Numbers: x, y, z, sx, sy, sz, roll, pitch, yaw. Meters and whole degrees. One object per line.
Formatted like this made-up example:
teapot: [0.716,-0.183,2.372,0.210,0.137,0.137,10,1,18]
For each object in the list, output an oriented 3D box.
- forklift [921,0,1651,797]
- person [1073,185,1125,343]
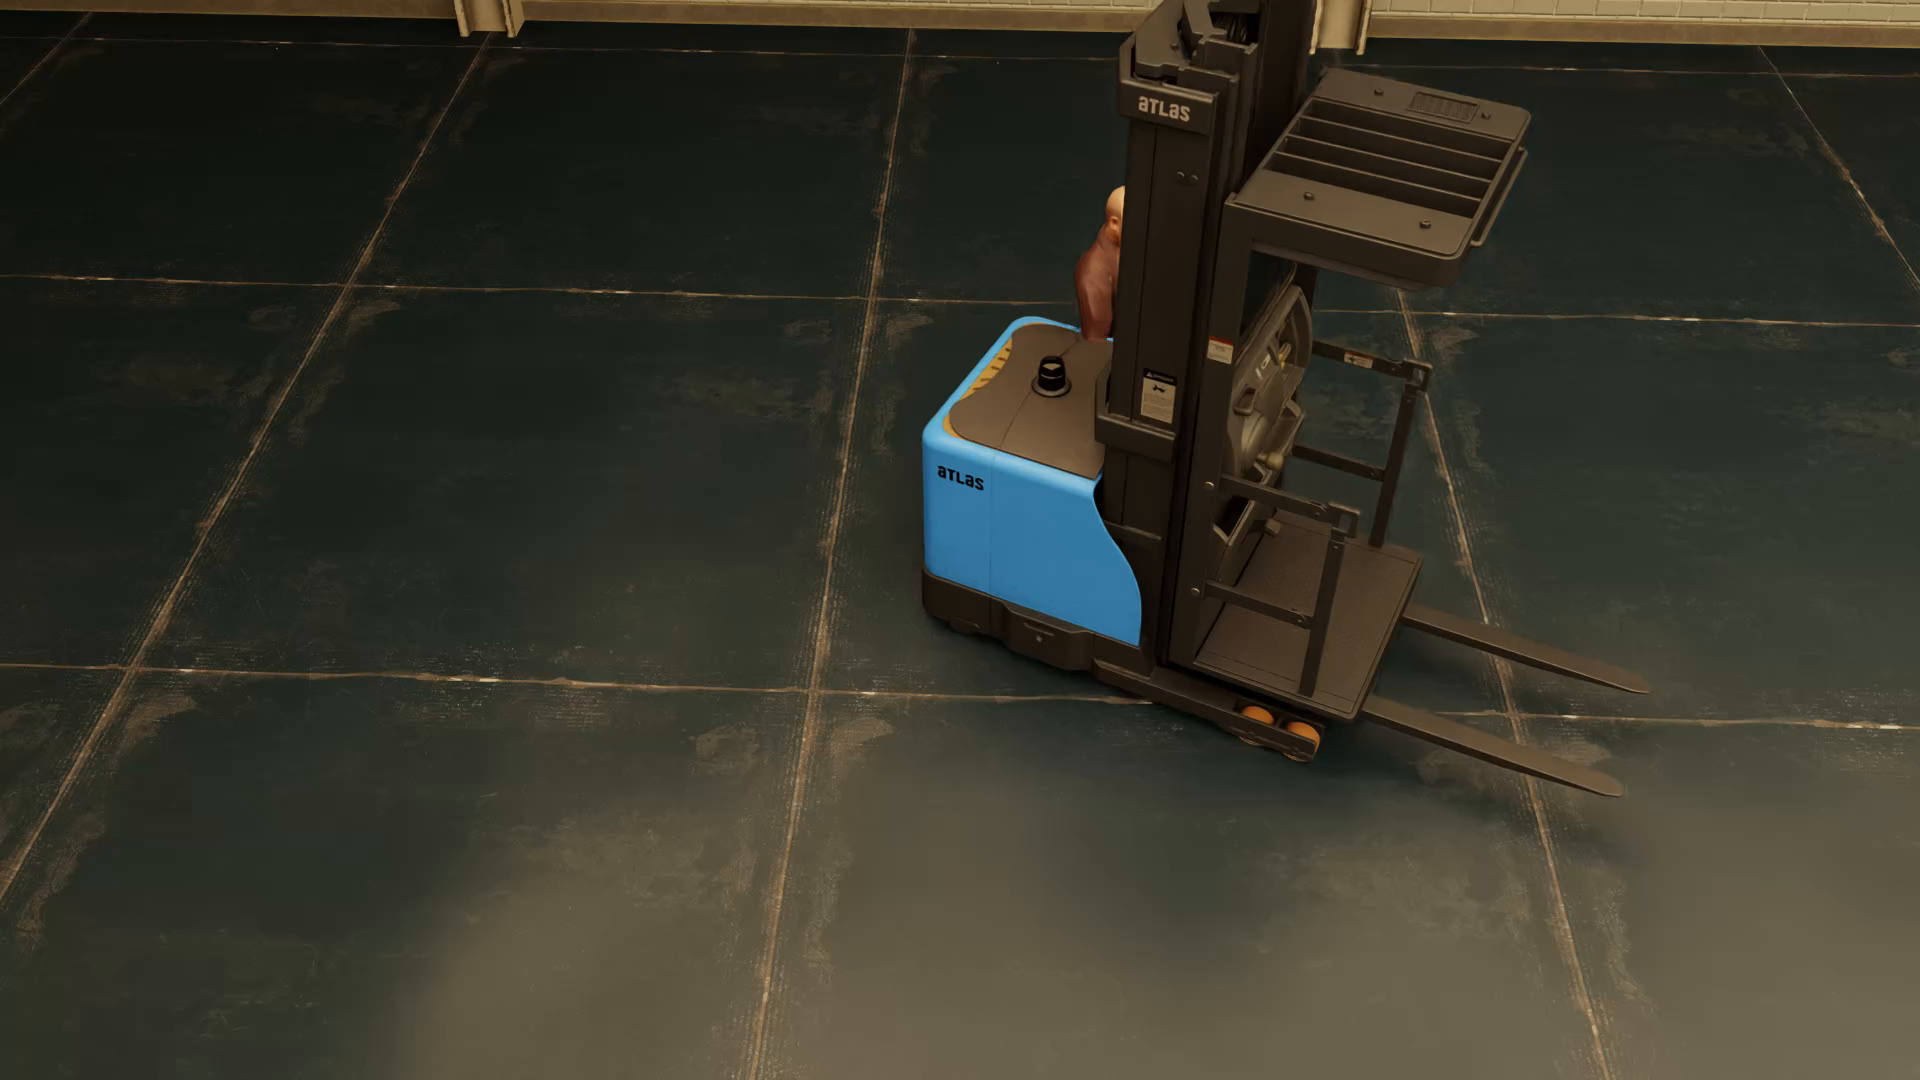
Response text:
forklift: [1.380,-0.576,6.374,3.031,2.935,1.130,19,46,19]
person: [0.876,-0.755,7.592,0.737,1.549,0.839,32,51,30]
